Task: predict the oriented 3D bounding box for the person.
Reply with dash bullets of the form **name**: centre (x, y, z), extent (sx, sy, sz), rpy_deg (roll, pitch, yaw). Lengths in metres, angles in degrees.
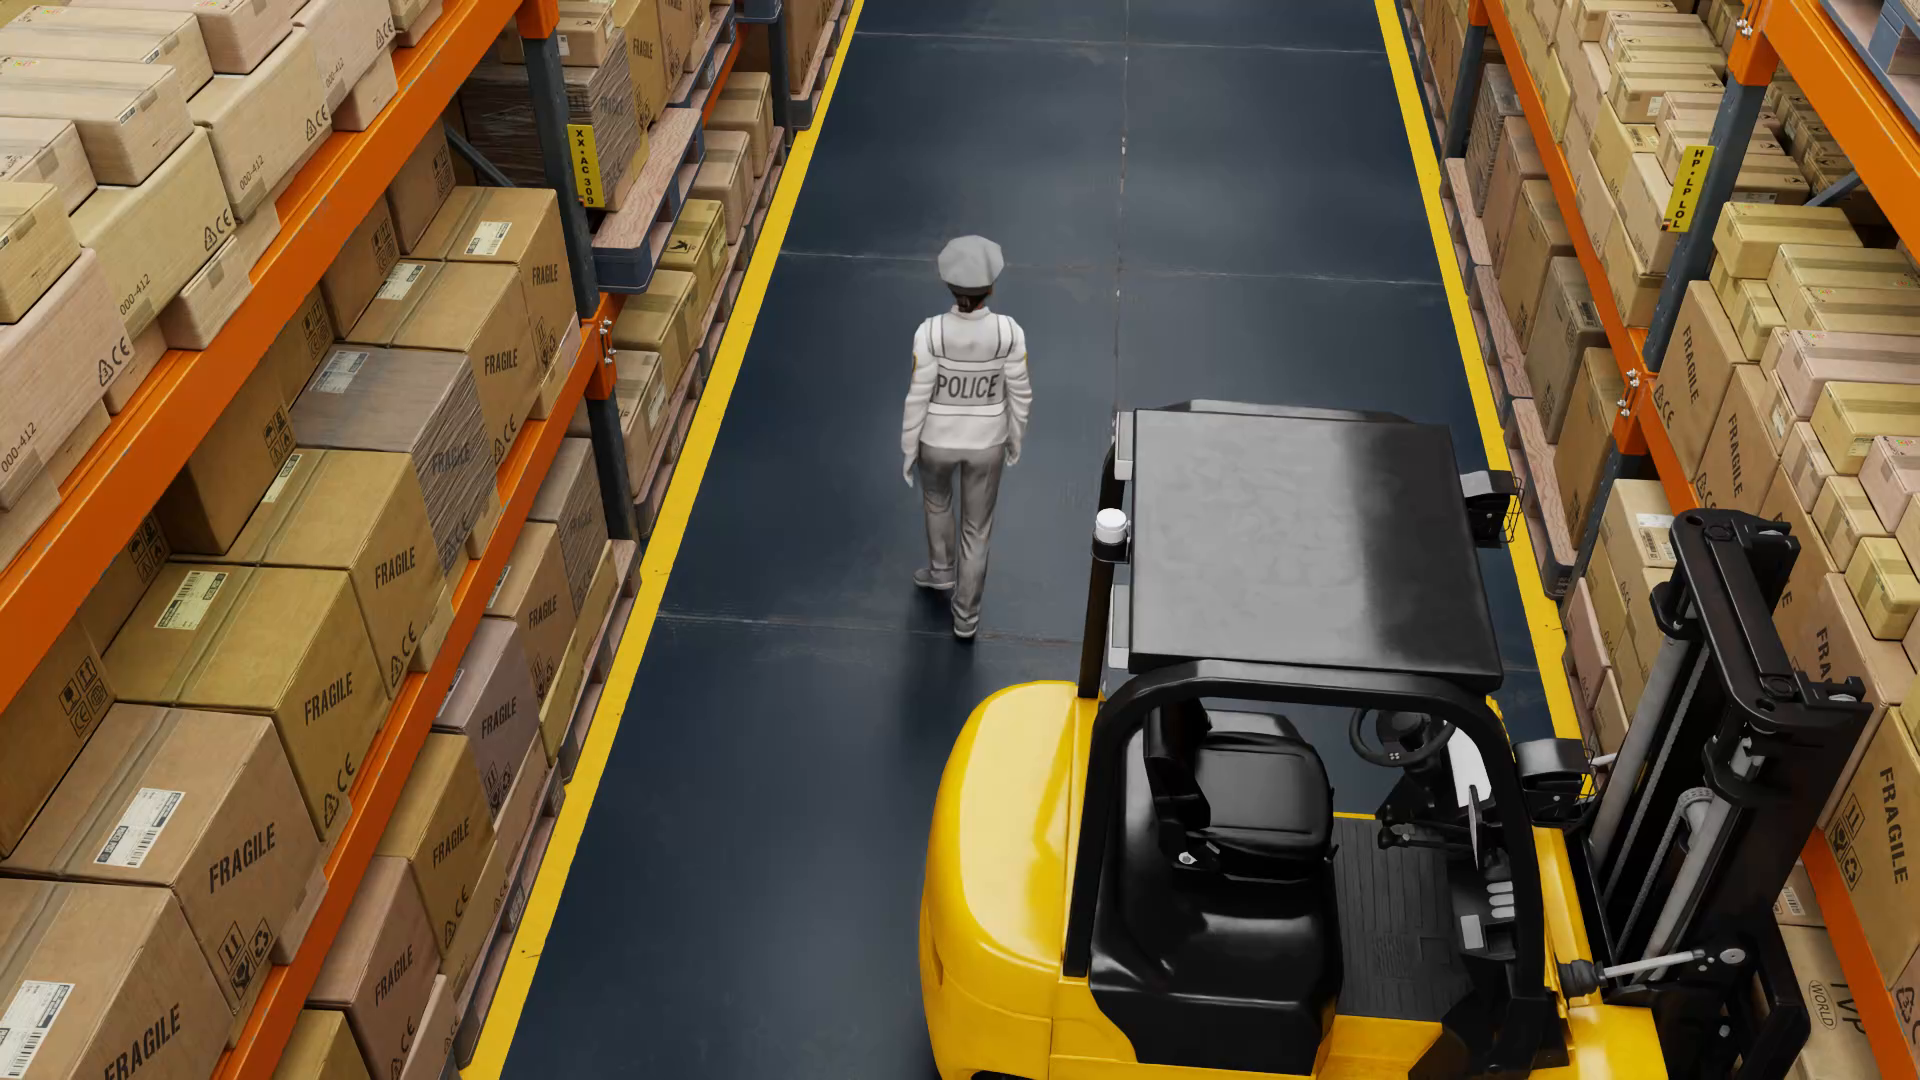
- **person**: centre (0.025, -0.347, 6.573), extent (0.512, 1.718, 0.498), rpy_deg (0, 40, 0)
